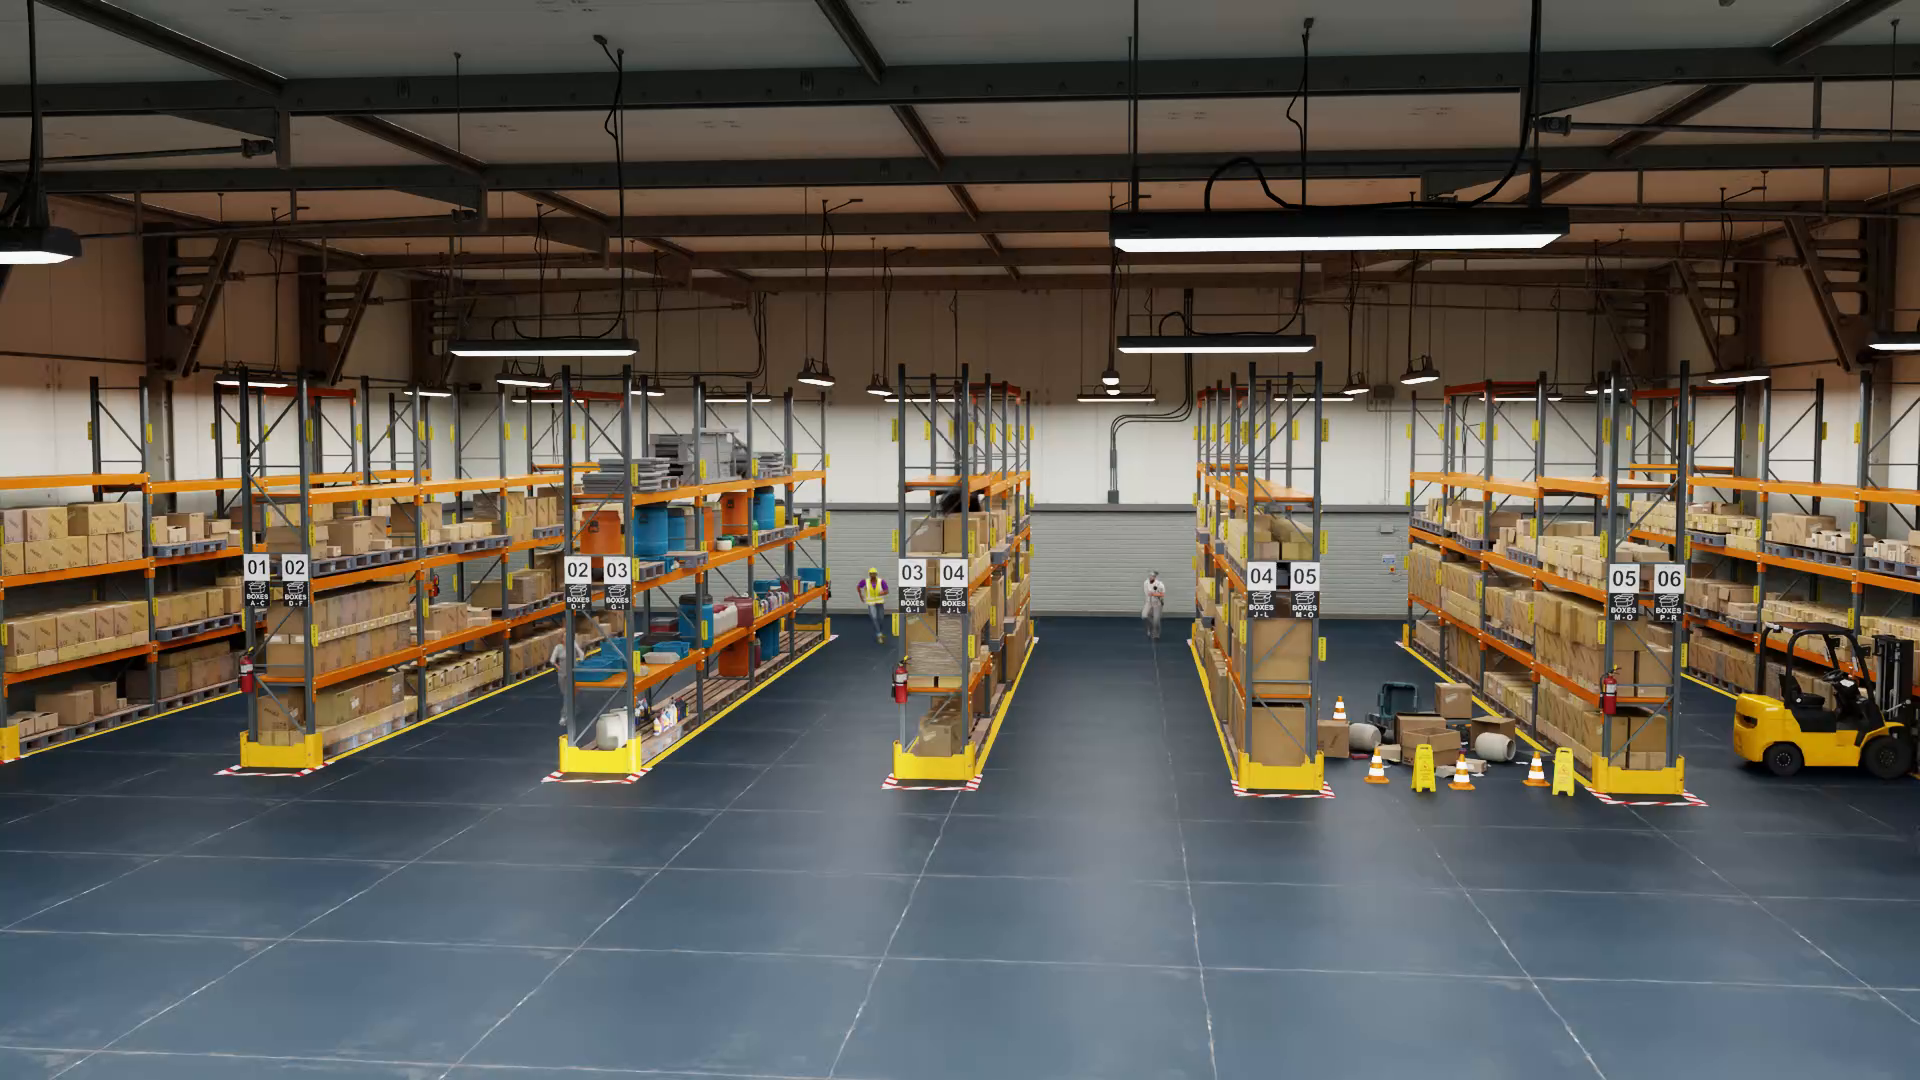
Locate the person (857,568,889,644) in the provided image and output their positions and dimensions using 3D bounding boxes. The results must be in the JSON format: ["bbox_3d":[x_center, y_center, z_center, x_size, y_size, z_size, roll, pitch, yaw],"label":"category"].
[{"bbox_3d":[-2.061,1.557,39.897,0.742,1.795,0.876,-1,4,-11],"label":"person"}]

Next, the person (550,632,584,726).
[{"bbox_3d":[-6.812,2.358,28.845,0.564,1.592,0.921,0,4,-4],"label":"person"}]

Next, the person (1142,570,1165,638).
[{"bbox_3d":[4.661,1.544,40.127,0.613,1.678,0.828,2,4,25],"label":"person"}]
